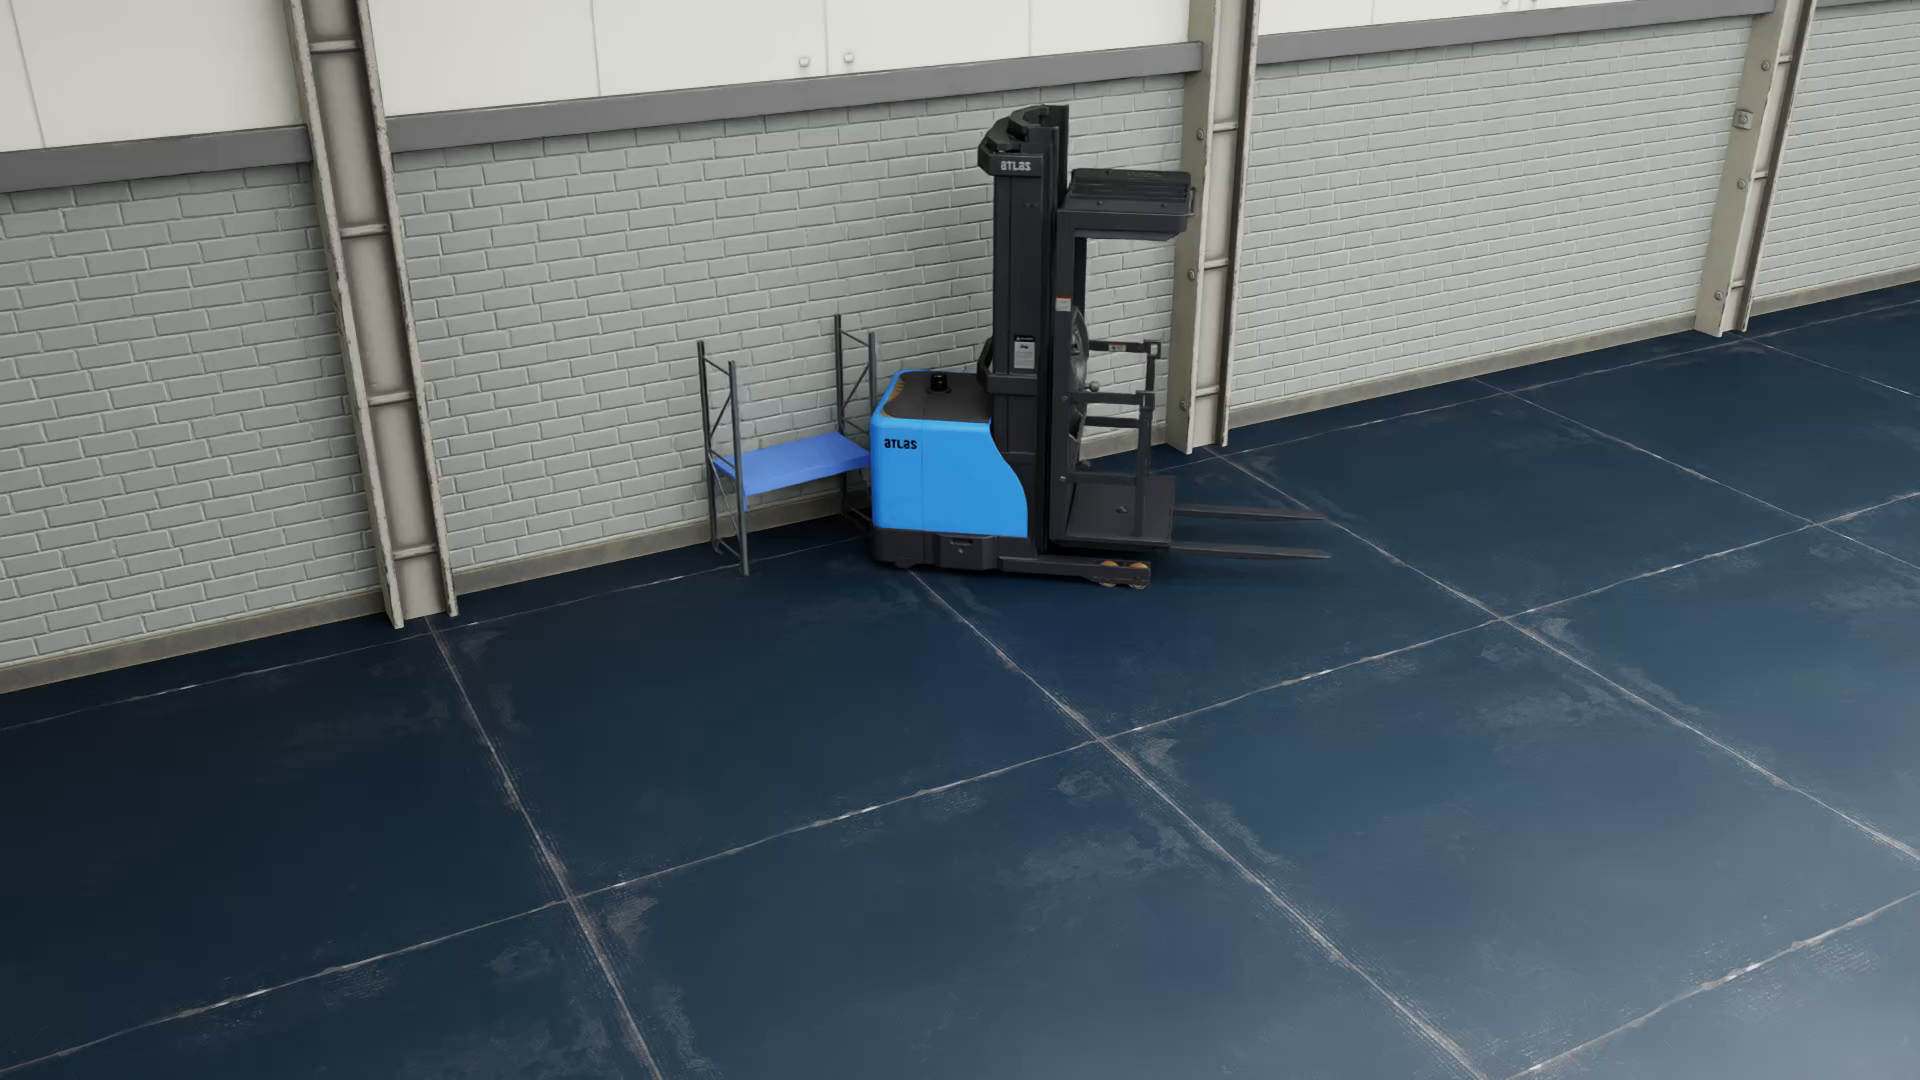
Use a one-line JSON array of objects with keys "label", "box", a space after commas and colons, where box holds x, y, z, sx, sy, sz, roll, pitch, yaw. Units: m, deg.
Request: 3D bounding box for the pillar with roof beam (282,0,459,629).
[{"label": "pillar with roof beam", "box": [-1.405, -1.956, 5.229, 0.400, 9.000, 9.100, -13, 29, -25]}]

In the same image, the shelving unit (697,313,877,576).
[{"label": "shelving unit", "box": [-1.130, -0.649, 11.170, 1.048, 1.500, 0.538, -16, 30, -30]}]

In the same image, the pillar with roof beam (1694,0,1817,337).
[{"label": "pillar with roof beam", "box": [9.184, -4.400, 10.319, 0.400, 9.000, 9.100, -13, 29, -25]}]

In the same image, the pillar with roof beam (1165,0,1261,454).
[{"label": "pillar with roof beam", "box": [3.889, -3.178, 7.774, 0.400, 9.000, 9.100, -13, 29, -25]}]

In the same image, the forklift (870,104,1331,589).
[{"label": "forklift", "box": [0.962, -1.249, 10.766, 3.031, 2.935, 1.130, 4, 26, 8]}]

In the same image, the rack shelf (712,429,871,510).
[{"label": "rack shelf", "box": [-1.130, -0.487, 11.248, 1.000, 0.185, 0.538, -16, 30, -30]}]

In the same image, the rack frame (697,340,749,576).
[{"label": "rack frame", "box": [-1.555, -0.528, 10.919, 0.032, 1.500, 0.500, -16, 30, -30]}]

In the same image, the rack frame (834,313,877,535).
[{"label": "rack frame", "box": [-0.705, -0.769, 11.422, 0.032, 1.500, 0.500, -16, 30, -30]}]
